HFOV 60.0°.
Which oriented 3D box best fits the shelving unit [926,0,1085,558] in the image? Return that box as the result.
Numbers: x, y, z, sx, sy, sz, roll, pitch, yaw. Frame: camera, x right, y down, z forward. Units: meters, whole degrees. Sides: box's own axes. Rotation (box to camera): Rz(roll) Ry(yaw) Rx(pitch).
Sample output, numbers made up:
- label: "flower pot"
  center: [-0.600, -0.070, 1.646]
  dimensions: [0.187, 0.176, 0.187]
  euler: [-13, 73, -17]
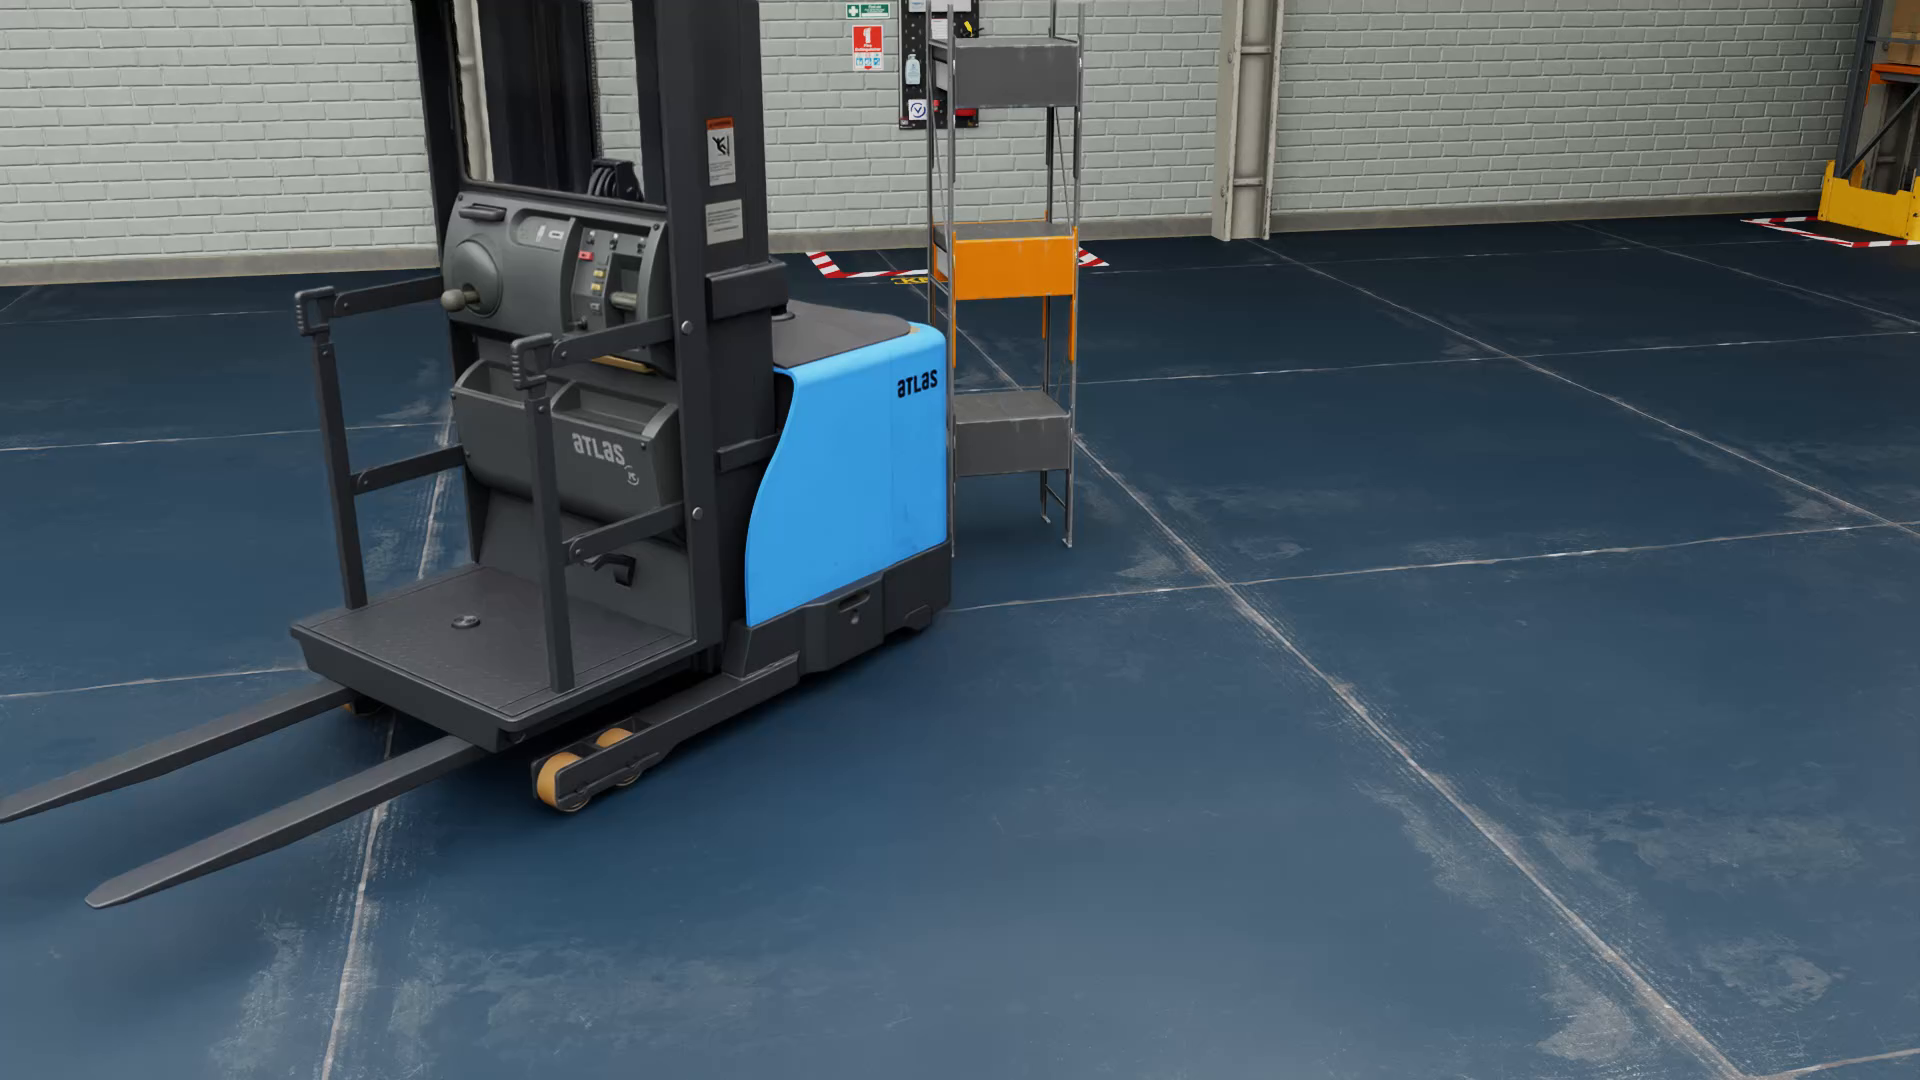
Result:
- label: "shelving unit"
  center: [0.161, -0.999, 6.489]
  dimensions: [0.503, 2.100, 0.431]
  euler: [-5, 21, -12]

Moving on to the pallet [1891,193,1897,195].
- label: "pallet"
  center: [8.511, -2.760, 14.043]
  dimensions: [1.213, 0.211, 1.003]
  euler: [-5, 21, -12]

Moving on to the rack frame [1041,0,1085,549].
- label: "rack frame"
  center: [0.399, -1.018, 6.542]
  dimensions: [0.015, 2.100, 0.400]
  euler: [-5, 21, -12]

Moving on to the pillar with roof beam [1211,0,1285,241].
- label: "pillar with roof beam"
  center: [3.272, -5.257, 8.083]
  dimensions: [0.400, 9.000, 9.100]
  euler: [-5, 21, -12]

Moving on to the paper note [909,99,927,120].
- label: "paper note"
  center: [-0.320, -3.294, 12.726]
  dimensions: [0.142, 0.148, 0.016]
  euler: [-5, 21, -12]

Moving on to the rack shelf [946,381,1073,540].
- label: "rack shelf"
  center: [0.161, -0.329, 6.735]
  dimensions: [0.480, 0.518, 0.431]
  euler: [-5, 21, -12]

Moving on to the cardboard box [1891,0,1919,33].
- label: "cardboard box"
  center: [8.048, -4.411, 13.593]
  dimensions: [0.500, 0.500, 0.500]
  euler: [-5, 21, -13]

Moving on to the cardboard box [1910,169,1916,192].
- label: "cardboard box"
  center: [8.332, -2.980, 13.857]
  dimensions: [0.500, 0.311, 0.500]
  euler: [-7, 21, -19]

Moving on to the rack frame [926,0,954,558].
- label: "rack frame"
  center: [-0.076, -0.980, 6.436]
  dimensions: [0.015, 2.100, 0.400]
  euler: [-5, 21, -12]

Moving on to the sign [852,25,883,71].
- label: "sign"
  center: [-0.694, -3.706, 12.518]
  dimensions: [0.234, 0.329, 0.001]
  euler: [-5, 21, -12]

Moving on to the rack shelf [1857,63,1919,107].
- label: "rack shelf"
  center: [9.585, -3.832, 13.959]
  dimensions: [4.000, 0.370, 1.077]
  euler: [-5, 21, -12]

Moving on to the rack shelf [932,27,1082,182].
- label: "rack shelf"
  center: [0.161, -1.644, 6.253]
  dimensions: [0.480, 0.518, 0.431]
  euler: [-5, 21, -12]

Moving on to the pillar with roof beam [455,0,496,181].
- label: "pillar with roof beam"
  center: [-2.567, -4.782, 6.787]
  dimensions: [0.400, 9.000, 9.100]
  euler: [-5, 21, -12]

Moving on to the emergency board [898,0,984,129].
- label: "emergency board"
  center: [-0.132, -3.698, 12.550]
  dimensions: [0.643, 1.169, 0.194]
  euler: [-5, 21, -12]

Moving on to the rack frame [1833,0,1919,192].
- label: "rack frame"
  center: [7.638, -4.011, 13.403]
  dimensions: [0.127, 3.000, 1.000]
  euler: [-5, 21, -12]

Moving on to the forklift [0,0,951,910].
- label: "forklift"
  center: [-1.333, -0.797, 4.730]
  dimensions: [1.130, 2.935, 3.031]
  euler: [15, 25, 35]

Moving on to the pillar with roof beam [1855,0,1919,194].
- label: "pillar with roof beam"
  center: [9.111, -5.732, 9.379]
  dimensions: [0.400, 9.000, 9.100]
  euler: [-5, 21, -12]

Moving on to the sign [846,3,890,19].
- label: "sign"
  center: [-0.687, -3.952, 12.420]
  dimensions: [0.331, 0.109, 0.001]
  euler: [-5, 21, -12]

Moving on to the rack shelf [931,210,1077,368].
- label: "rack shelf"
  center: [0.161, -0.986, 6.494]
  dimensions: [0.480, 0.518, 0.431]
  euler: [-5, 21, -12]

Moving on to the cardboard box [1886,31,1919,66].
- label: "cardboard box"
  center: [8.049, -4.052, 13.704]
  dimensions: [0.500, 0.250, 0.500]
  euler: [-4, 21, -12]

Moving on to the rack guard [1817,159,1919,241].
- label: "rack guard"
  center: [7.712, -2.843, 13.850]
  dimensions: [0.348, 0.500, 1.175]
  euler: [-5, 21, -12]
